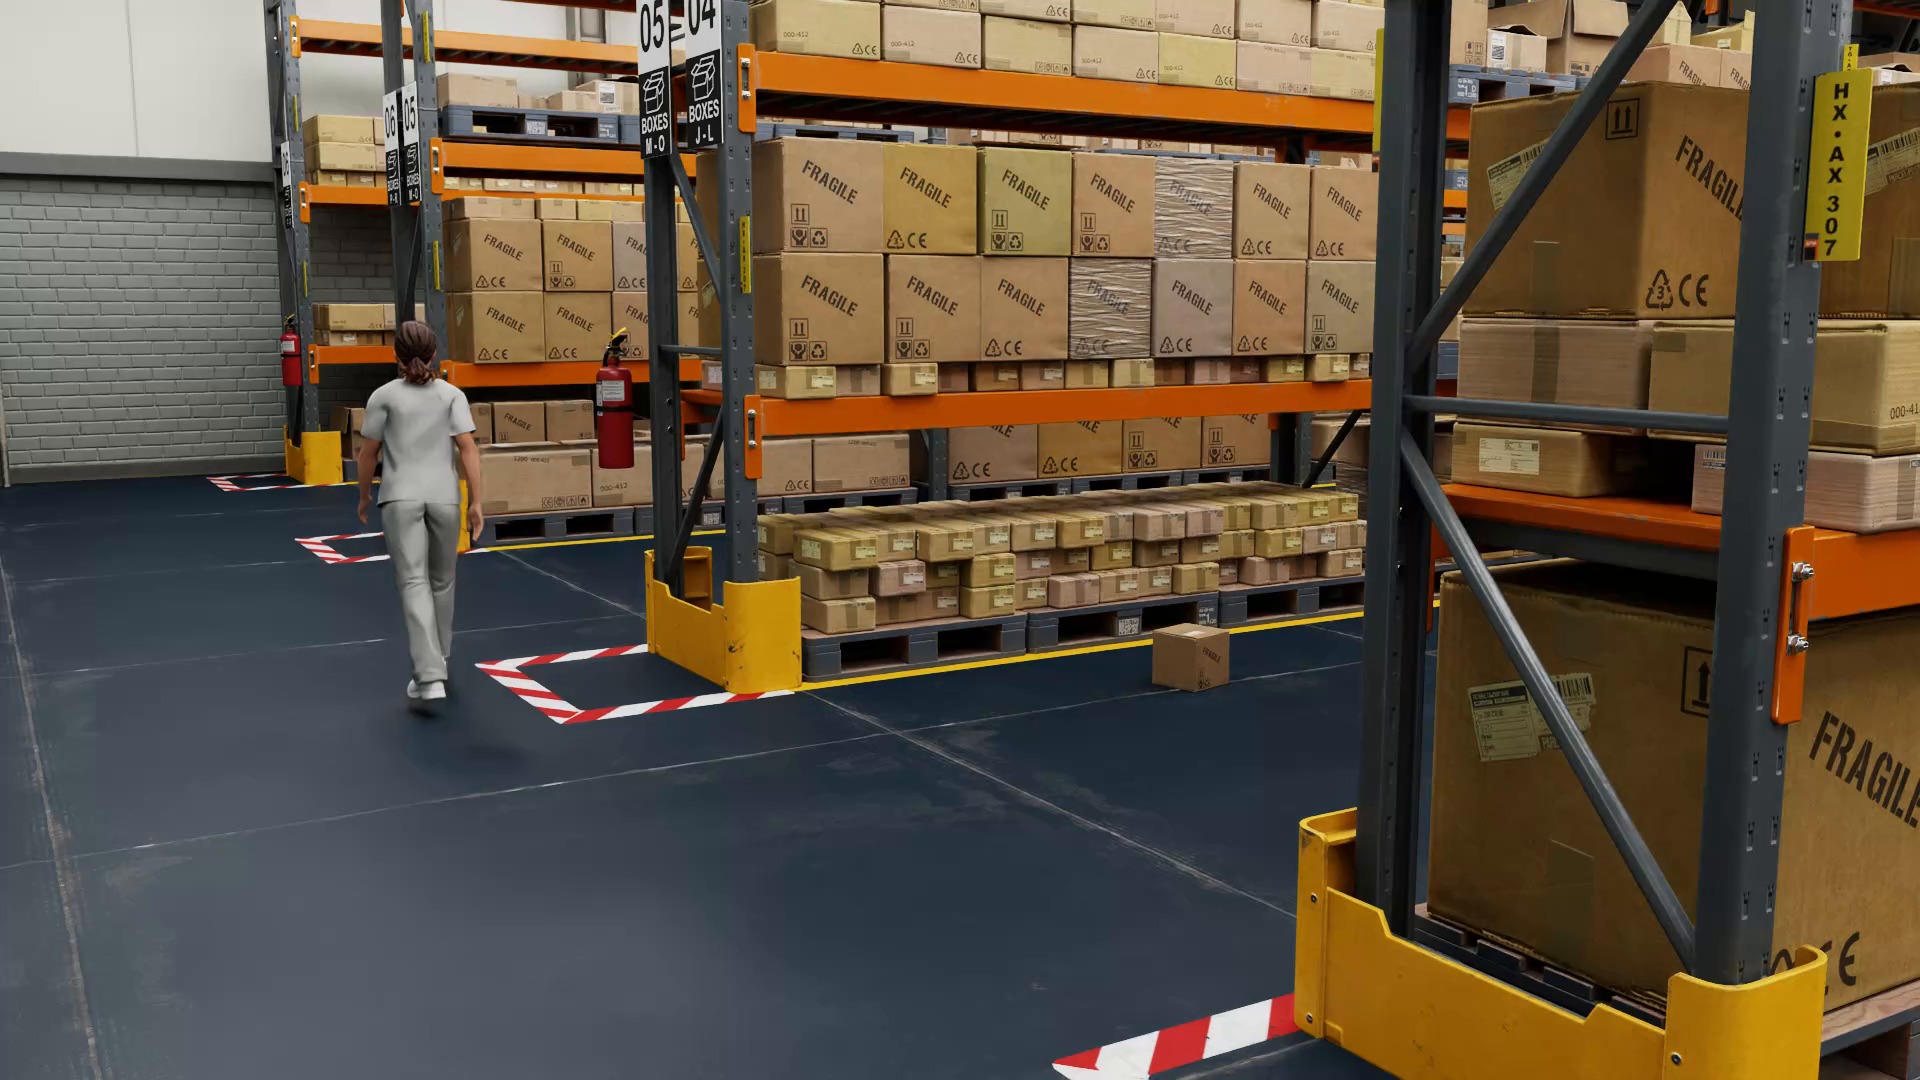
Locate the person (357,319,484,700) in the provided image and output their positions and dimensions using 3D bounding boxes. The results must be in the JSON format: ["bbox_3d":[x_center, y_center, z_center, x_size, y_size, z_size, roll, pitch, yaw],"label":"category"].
[{"bbox_3d":[-2.396,-0.162,7.347,0.484,1.612,0.999,-5,9,-29],"label":"person"}]
